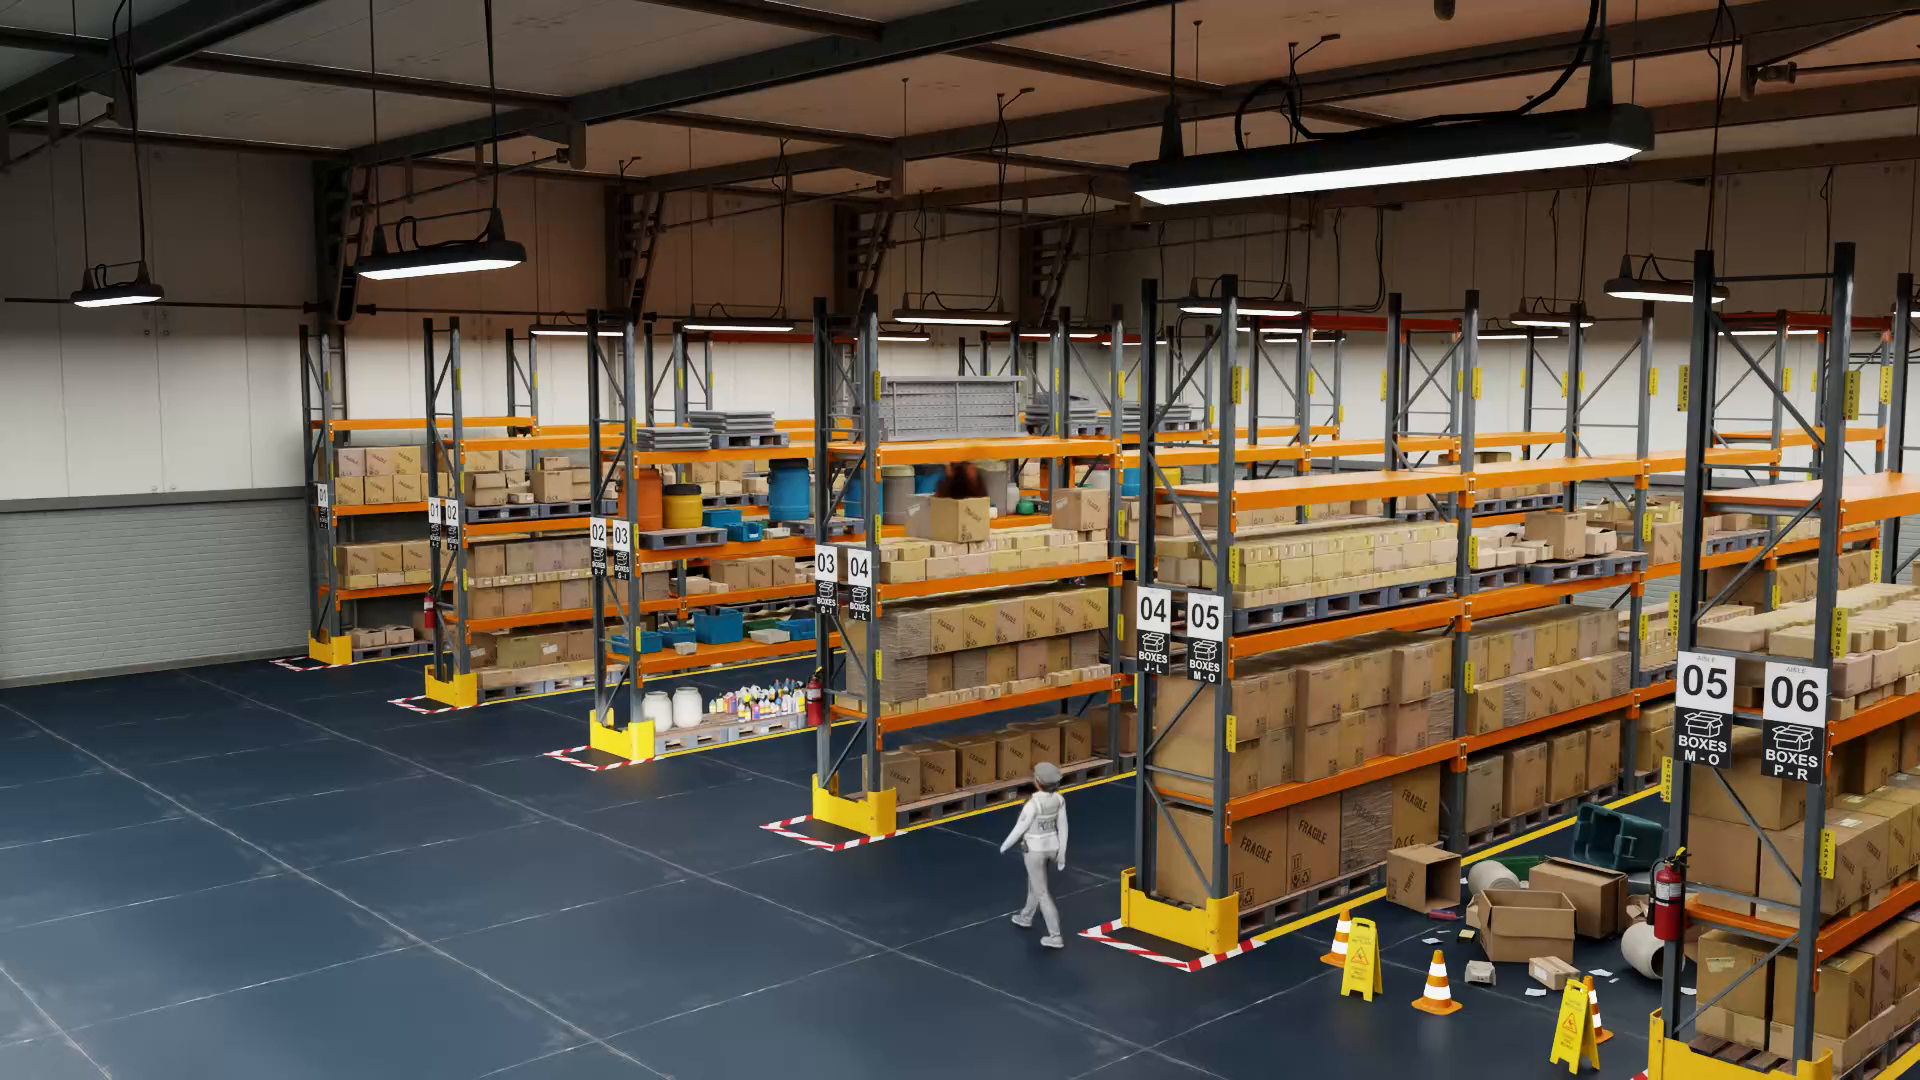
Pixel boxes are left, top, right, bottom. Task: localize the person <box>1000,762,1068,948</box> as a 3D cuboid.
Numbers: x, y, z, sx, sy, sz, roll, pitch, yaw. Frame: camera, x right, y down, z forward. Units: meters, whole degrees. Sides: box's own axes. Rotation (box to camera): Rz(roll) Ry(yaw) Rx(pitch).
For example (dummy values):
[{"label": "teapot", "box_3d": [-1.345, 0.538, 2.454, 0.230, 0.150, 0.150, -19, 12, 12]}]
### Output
[{"label": "person", "box_3d": [0.653, 2.804, 15.083, 0.855, 1.659, 0.525, 6, 8, 44]}]
